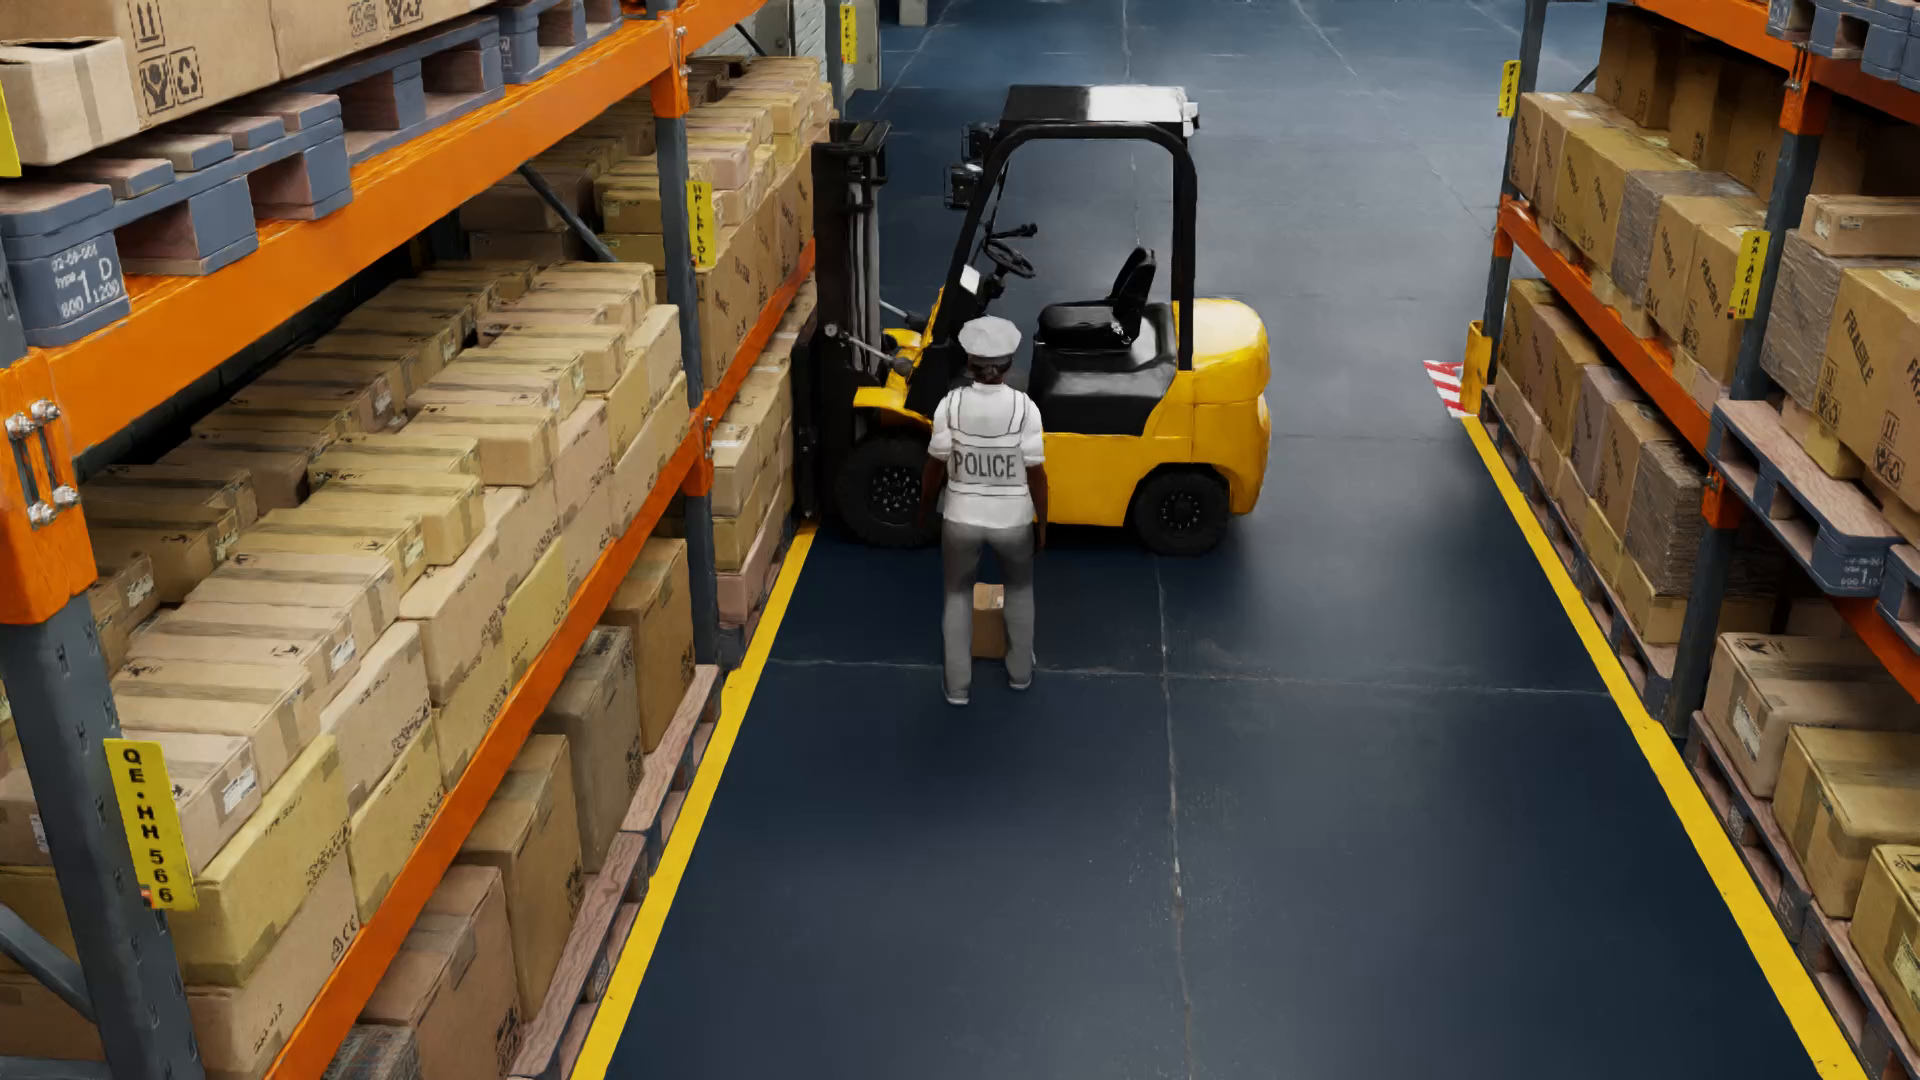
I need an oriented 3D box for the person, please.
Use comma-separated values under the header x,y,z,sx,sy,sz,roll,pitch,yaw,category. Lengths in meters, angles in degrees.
x,y,z,sx,sy,sz,roll,pitch,yaw,category
0.093,-0.116,6.883,0.552,1.670,0.501,2,25,5,person
